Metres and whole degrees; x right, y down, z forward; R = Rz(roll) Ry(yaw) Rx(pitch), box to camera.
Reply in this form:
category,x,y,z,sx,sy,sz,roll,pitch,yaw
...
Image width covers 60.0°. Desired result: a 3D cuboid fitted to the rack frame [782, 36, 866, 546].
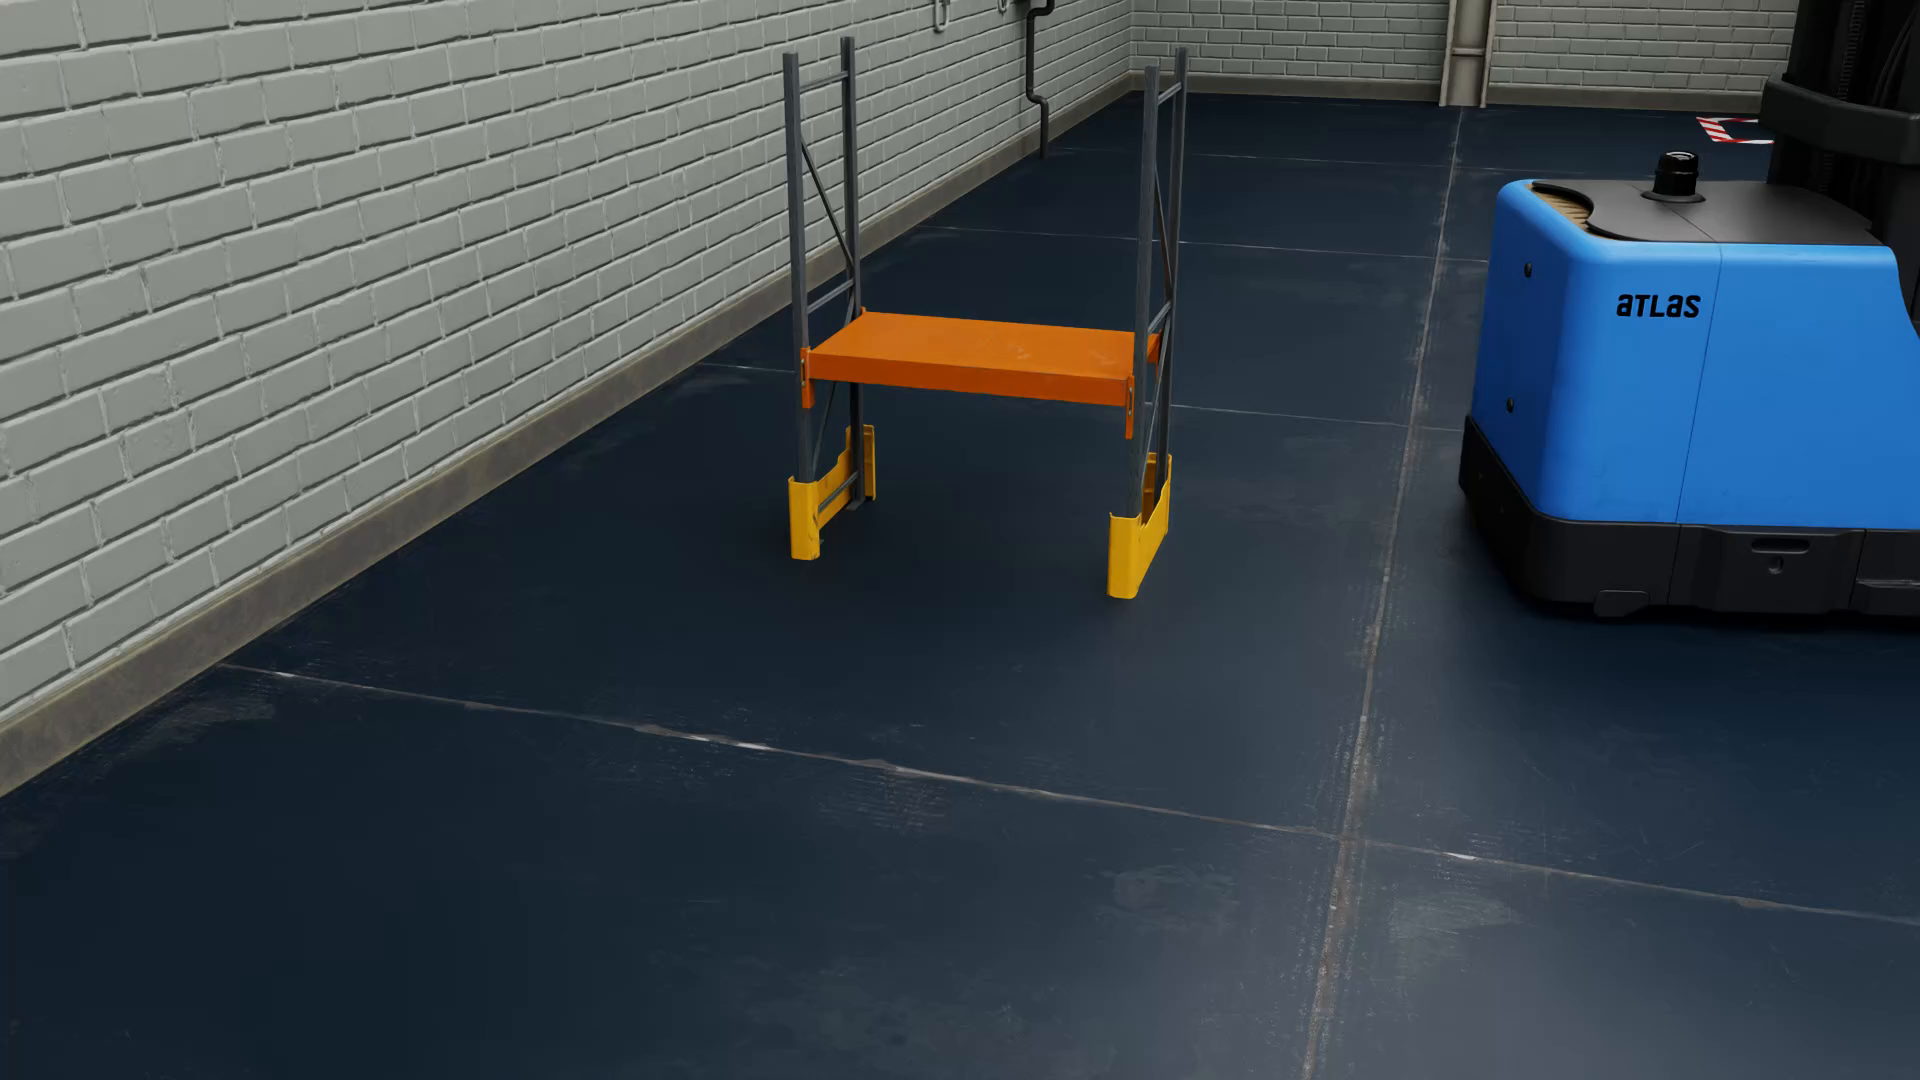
category,x,y,z,sx,sy,sz,roll,pitch,yaw
rack frame,-0.405,-0.740,5.098,0.032,1.500,0.500,7,23,16

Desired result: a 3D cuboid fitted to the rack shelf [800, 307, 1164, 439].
category,x,y,z,sx,sy,sz,roll,pitch,yaw
rack shelf,0.082,-0.518,5.031,1.000,0.185,0.538,7,23,16

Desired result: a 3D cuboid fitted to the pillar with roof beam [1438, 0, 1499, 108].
category,x,y,z,sx,sy,sz,roll,pitch,yaw
pillar with roof beam,3.161,-6.416,9.054,0.400,9.000,9.100,7,23,16

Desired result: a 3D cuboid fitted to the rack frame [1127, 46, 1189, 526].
category,x,y,z,sx,sy,sz,roll,pitch,yaw
rack frame,0.568,-0.629,4.827,0.032,1.500,0.500,7,23,16

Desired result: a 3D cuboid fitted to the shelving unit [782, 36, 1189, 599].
category,x,y,z,sx,sy,sz,roll,pitch,yaw
shelving unit,0.073,-0.686,4.965,1.083,1.500,0.587,7,23,16

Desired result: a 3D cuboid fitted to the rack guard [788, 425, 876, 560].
category,x,y,z,sx,sy,sz,roll,pitch,yaw
rack guard,-0.404,-0.162,5.335,0.087,0.250,0.587,7,23,16

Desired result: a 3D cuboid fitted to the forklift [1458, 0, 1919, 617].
category,x,y,z,sx,sy,sz,roll,pitch,yaw
forklift,3.140,-1.275,4.517,3.031,2.935,1.130,2,22,4

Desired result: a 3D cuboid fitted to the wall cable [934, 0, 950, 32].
category,x,y,z,sx,sy,sz,roll,pitch,yaw
wall cable,-0.110,-3.872,9.376,0.123,1.953,0.585,7,23,16

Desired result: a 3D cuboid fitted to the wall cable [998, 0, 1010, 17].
category,x,y,z,sx,sy,sz,roll,pitch,yaw
wall cable,0.289,-4.374,10.642,0.122,1.984,0.588,7,23,16

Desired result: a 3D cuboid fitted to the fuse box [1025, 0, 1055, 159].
category,x,y,z,sx,sy,sz,roll,pitch,yaw
fuse box,0.637,-3.538,11.641,0.414,1.711,0.539,7,23,16

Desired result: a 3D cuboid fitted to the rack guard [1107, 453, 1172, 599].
category,x,y,z,sx,sy,sz,roll,pitch,yaw
rack guard,0.550,-0.053,5.069,0.087,0.250,0.587,7,23,16
